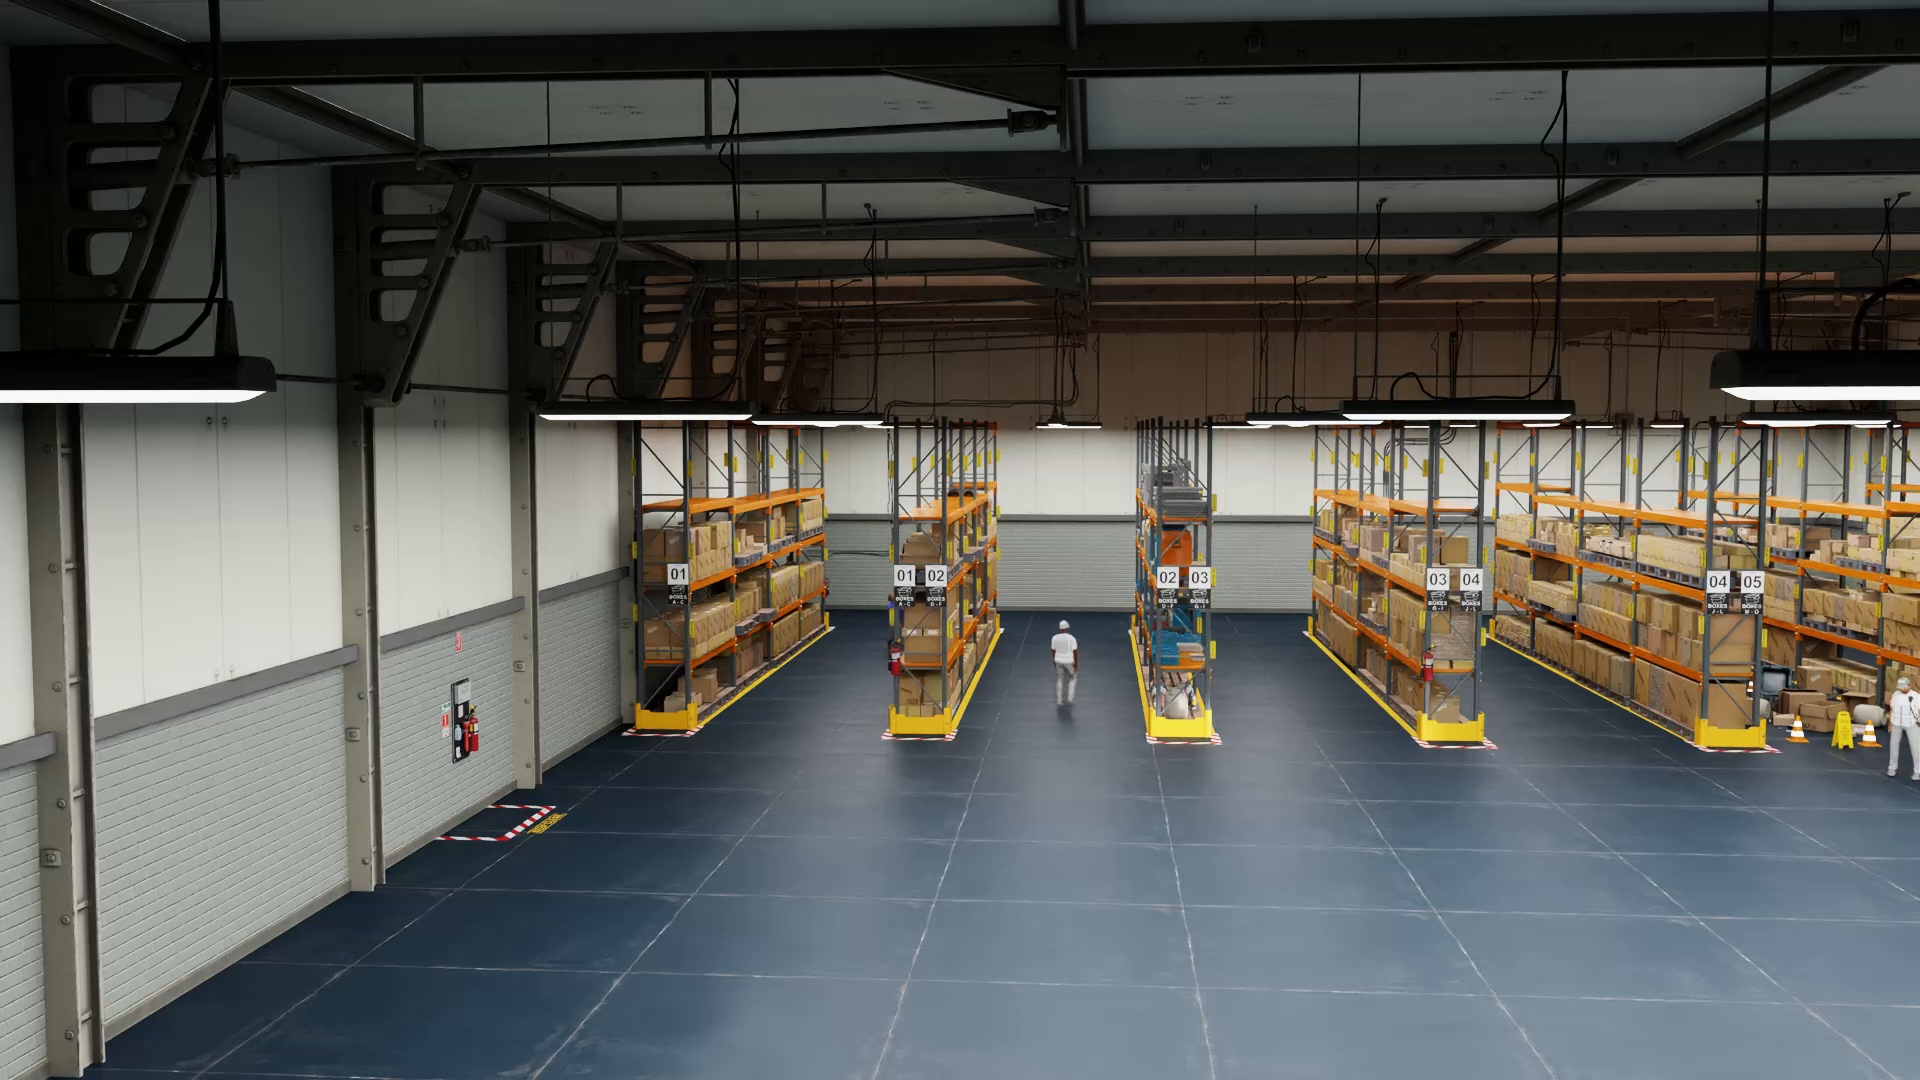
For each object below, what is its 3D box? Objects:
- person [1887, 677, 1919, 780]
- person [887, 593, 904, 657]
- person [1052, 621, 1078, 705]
[{"bbox_3d":[15.656,3.095,27.533,0.436,1.659,0.561,-3,5,-41],"label":"person"},{"bbox_3d":[-1.565,2.154,42.099,0.561,1.612,0.728,-2,4,-26],"label":"person"},{"bbox_3d":[2.209,2.589,34.746,0.602,1.823,0.500,2,4,30],"label":"person"}]
